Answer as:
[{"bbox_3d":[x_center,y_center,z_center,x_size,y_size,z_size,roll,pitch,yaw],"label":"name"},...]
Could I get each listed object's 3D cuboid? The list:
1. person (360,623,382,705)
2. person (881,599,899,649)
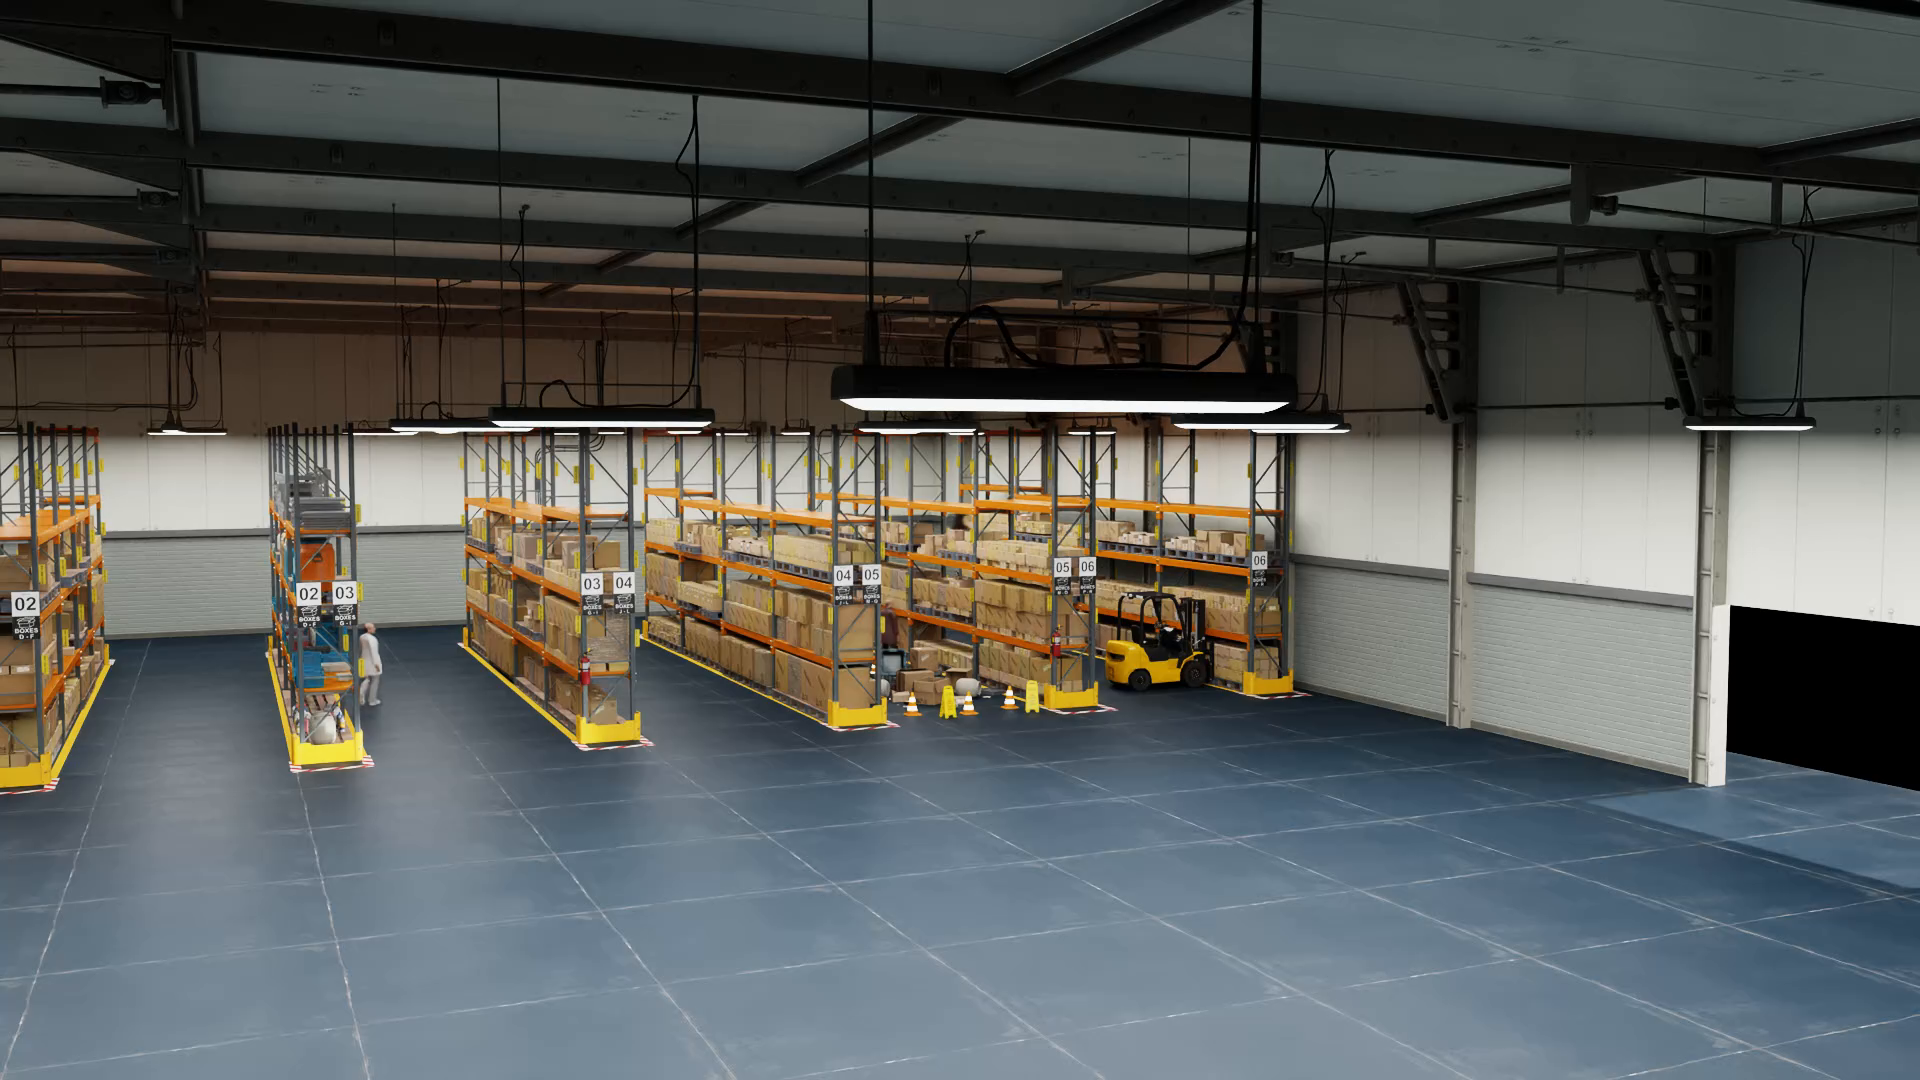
[{"bbox_3d":[-12.628,2.650,35.498,0.547,1.772,0.602,1,4,17],"label":"person"},{"bbox_3d":[-1.705,2.326,40.846,0.652,1.782,0.439,3,4,37],"label":"person"}]
